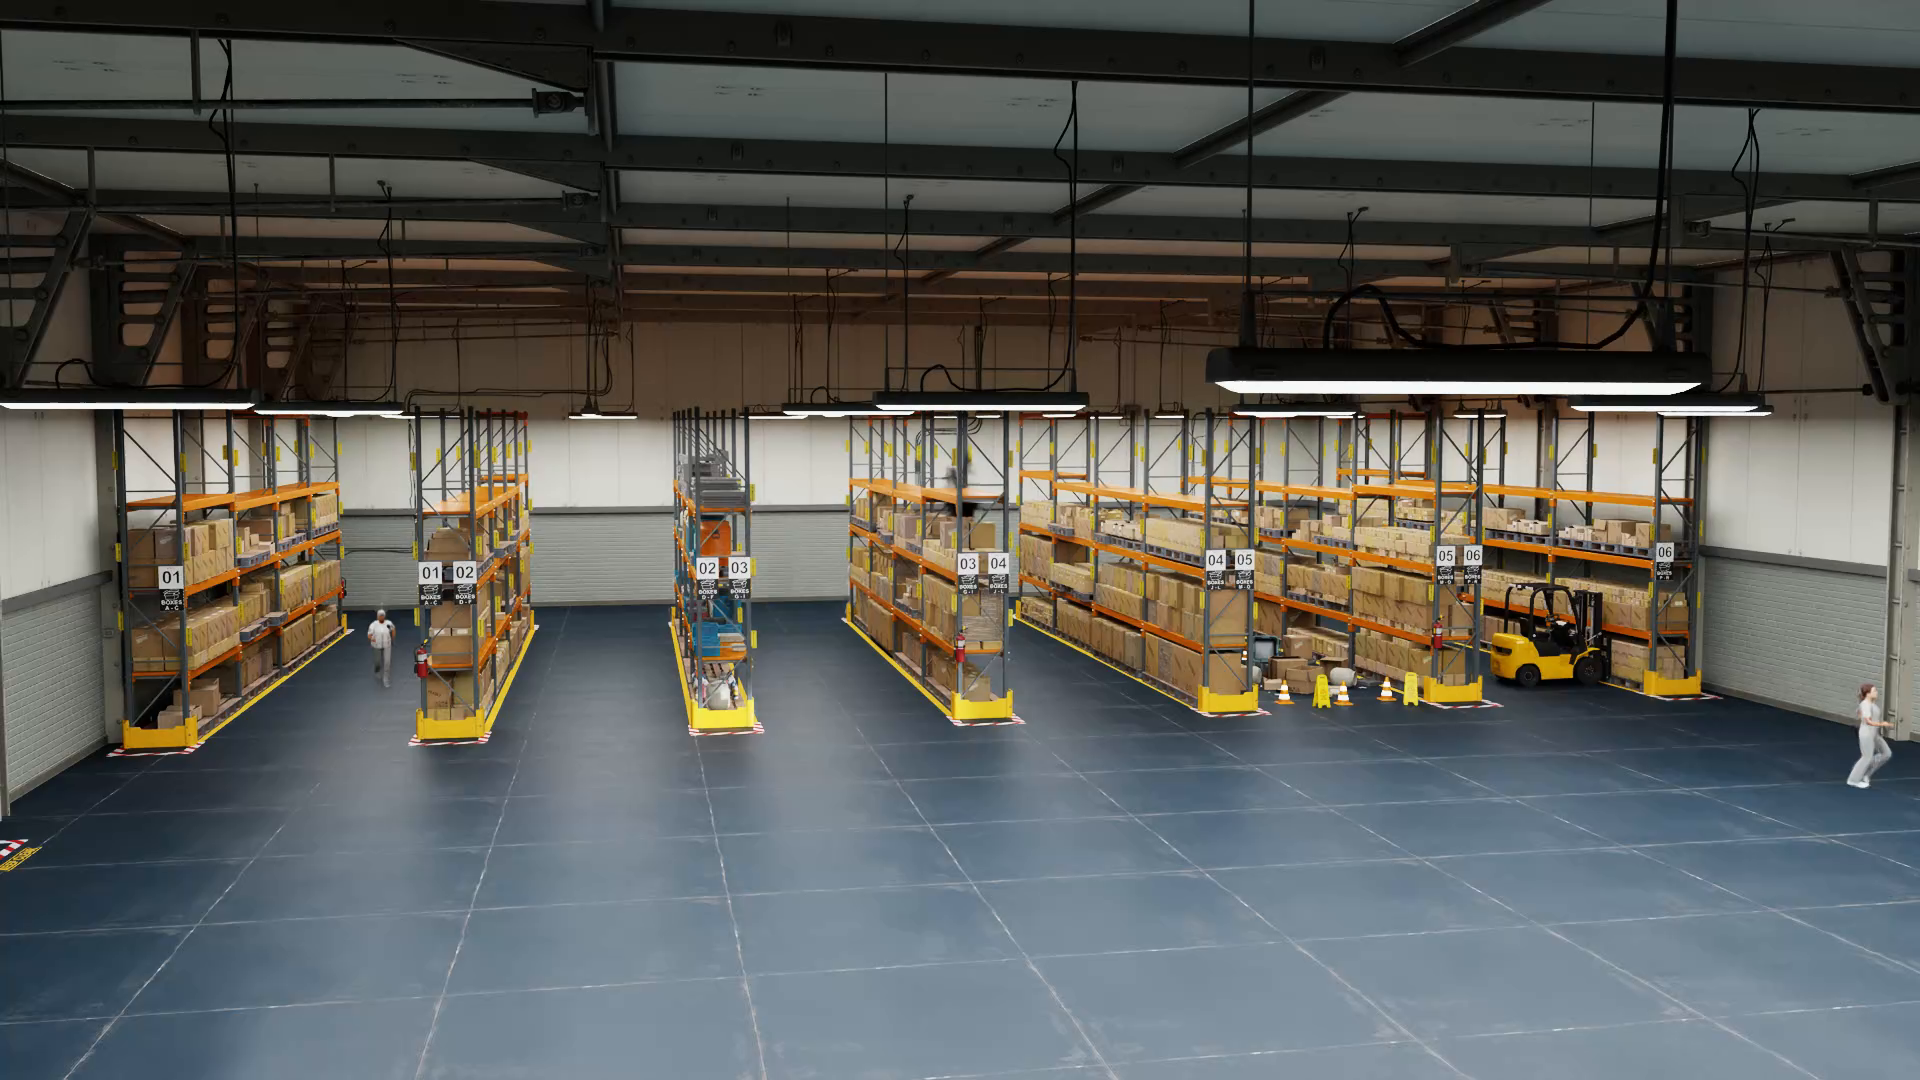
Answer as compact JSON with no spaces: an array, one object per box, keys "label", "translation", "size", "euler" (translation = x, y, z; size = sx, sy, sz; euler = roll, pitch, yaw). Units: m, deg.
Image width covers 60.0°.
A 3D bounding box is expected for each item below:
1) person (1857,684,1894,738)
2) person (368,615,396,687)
[{"label":"person","translation":[14.216,2.656,25.854],"size":[0.574,0.805,0.543],"euler":[3,5,40]},{"label":"person","translation":[-12.574,2.339,36.173],"size":[0.592,1.638,0.886],"euler":[-2,4,-24]}]
